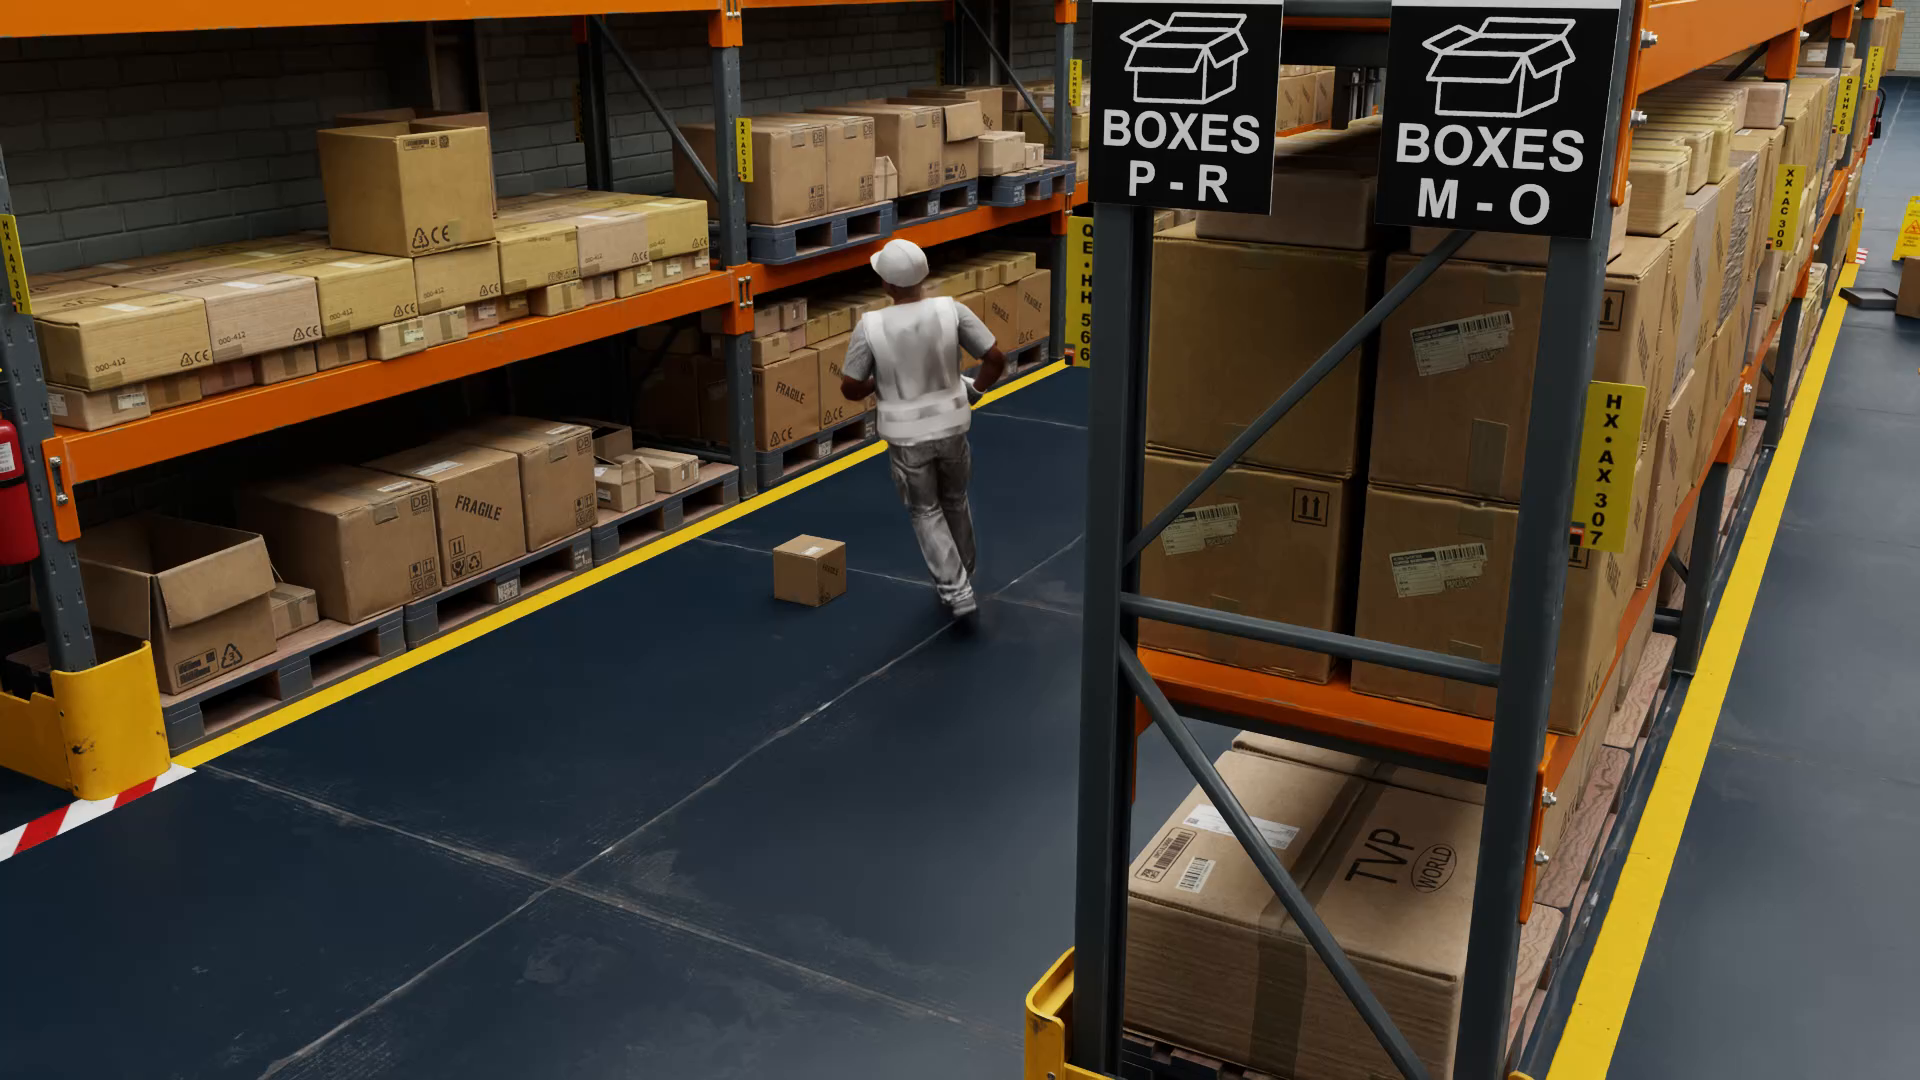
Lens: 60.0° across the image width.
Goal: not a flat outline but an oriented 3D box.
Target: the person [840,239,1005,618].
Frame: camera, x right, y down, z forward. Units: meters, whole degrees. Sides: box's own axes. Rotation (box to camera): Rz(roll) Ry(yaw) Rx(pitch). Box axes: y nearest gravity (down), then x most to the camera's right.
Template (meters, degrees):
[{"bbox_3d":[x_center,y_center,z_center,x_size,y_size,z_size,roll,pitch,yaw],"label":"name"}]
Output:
[{"bbox_3d":[-0.214,-0.493,7.431,0.698,1.747,0.773,-6,20,-17],"label":"person"}]
